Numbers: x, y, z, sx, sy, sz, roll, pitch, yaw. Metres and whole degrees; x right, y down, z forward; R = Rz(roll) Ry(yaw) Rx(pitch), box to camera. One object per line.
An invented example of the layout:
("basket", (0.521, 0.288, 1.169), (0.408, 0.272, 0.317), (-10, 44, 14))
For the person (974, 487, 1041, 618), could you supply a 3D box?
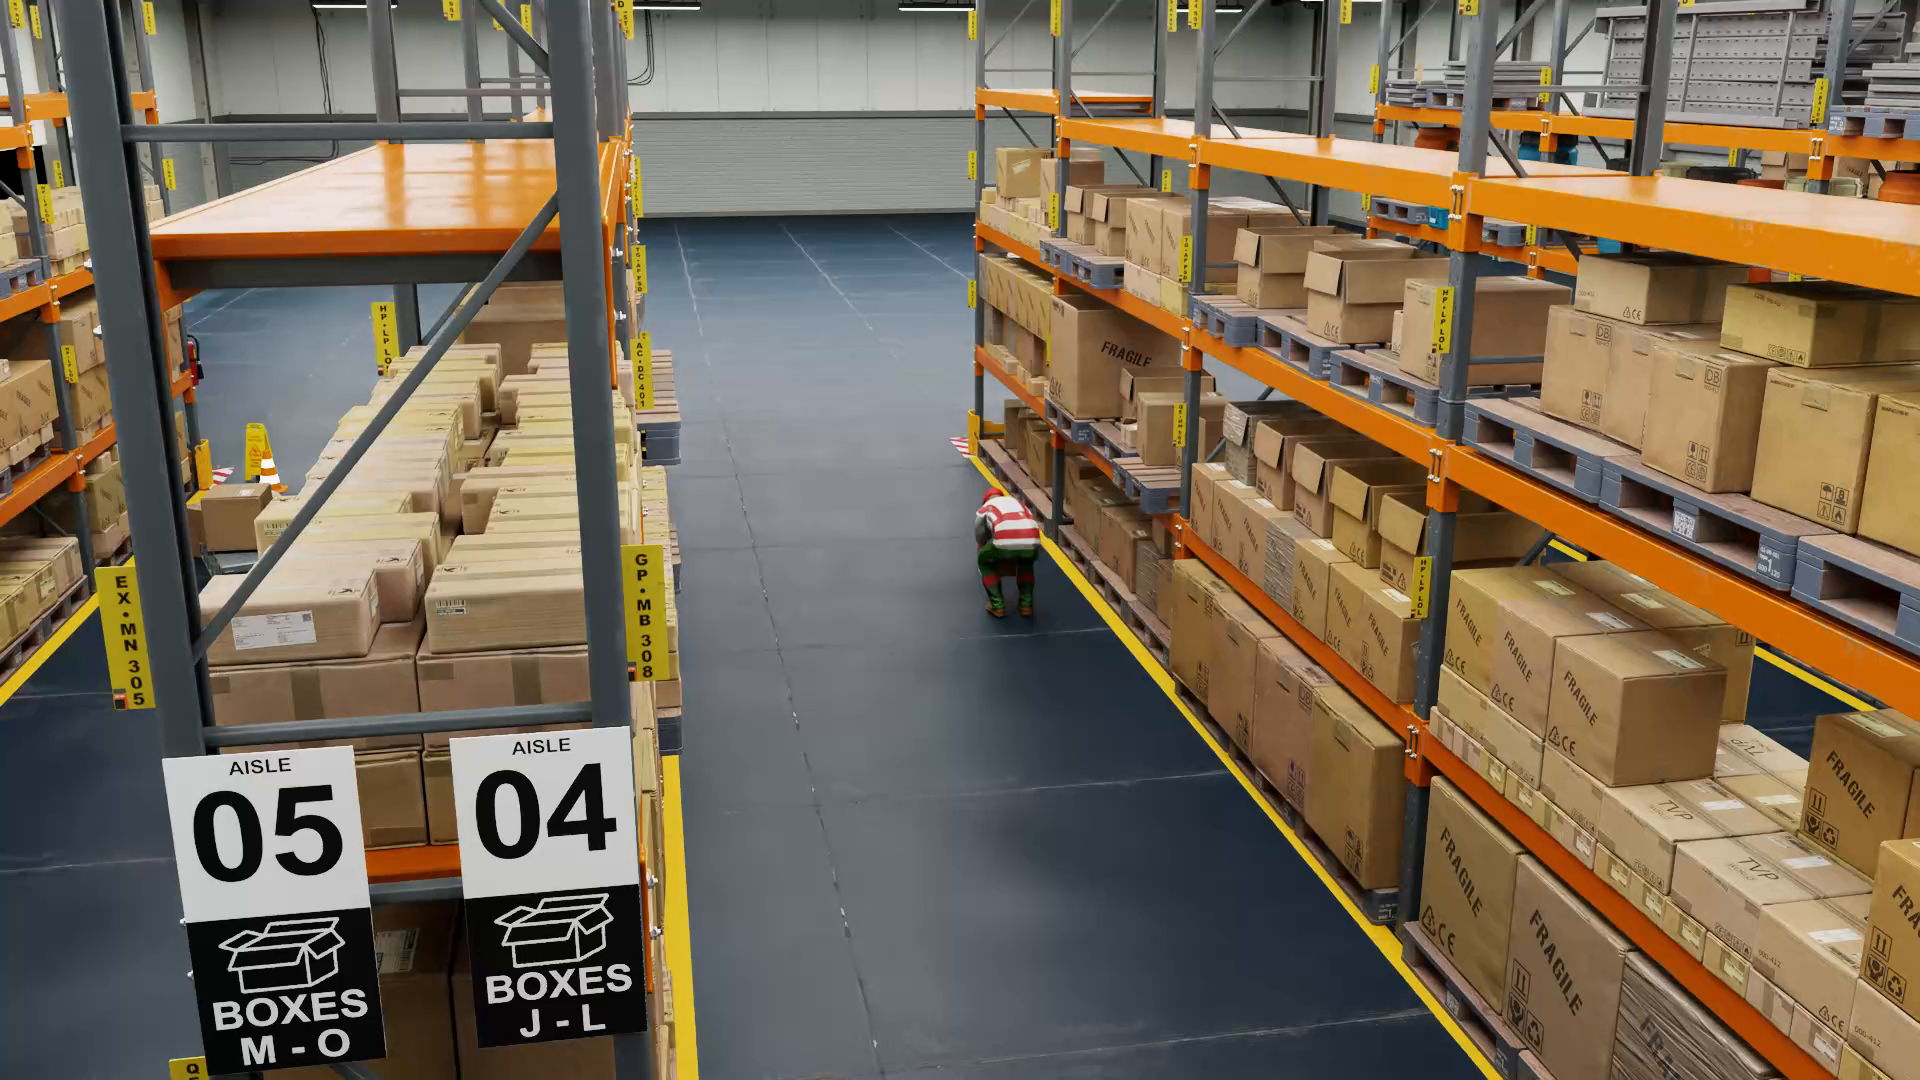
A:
("person", (0.401, 0.111, 14.545), (0.535, 0.988, 0.953), (-4, 17, -13))
